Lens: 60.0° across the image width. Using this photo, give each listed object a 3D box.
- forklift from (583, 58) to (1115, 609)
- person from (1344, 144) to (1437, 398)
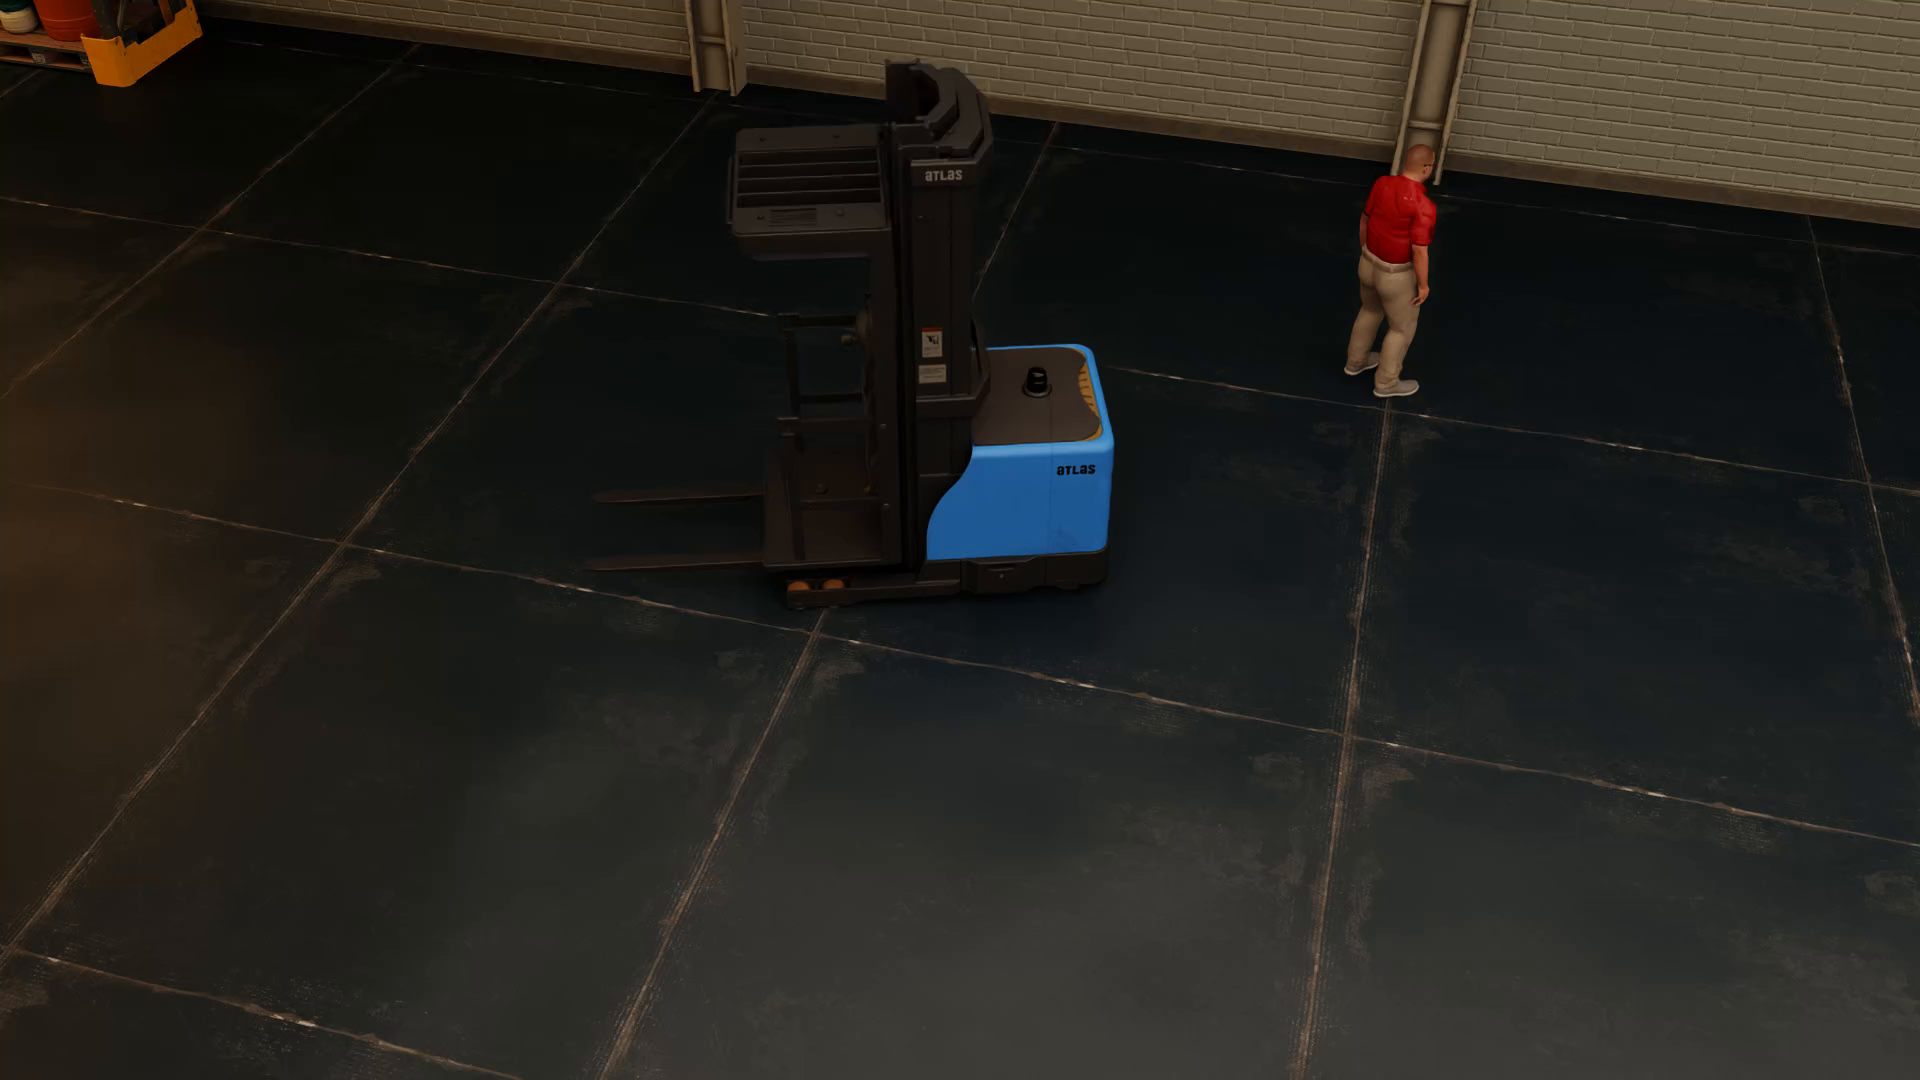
[{"bbox_3d":[-0.681,-1.065,9.077,3.031,2.935,1.130,-3,41,-3],"label":"forklift"},{"bbox_3d":[2.808,-1.750,10.772,0.396,1.726,0.585,-22,46,-23],"label":"person"}]
